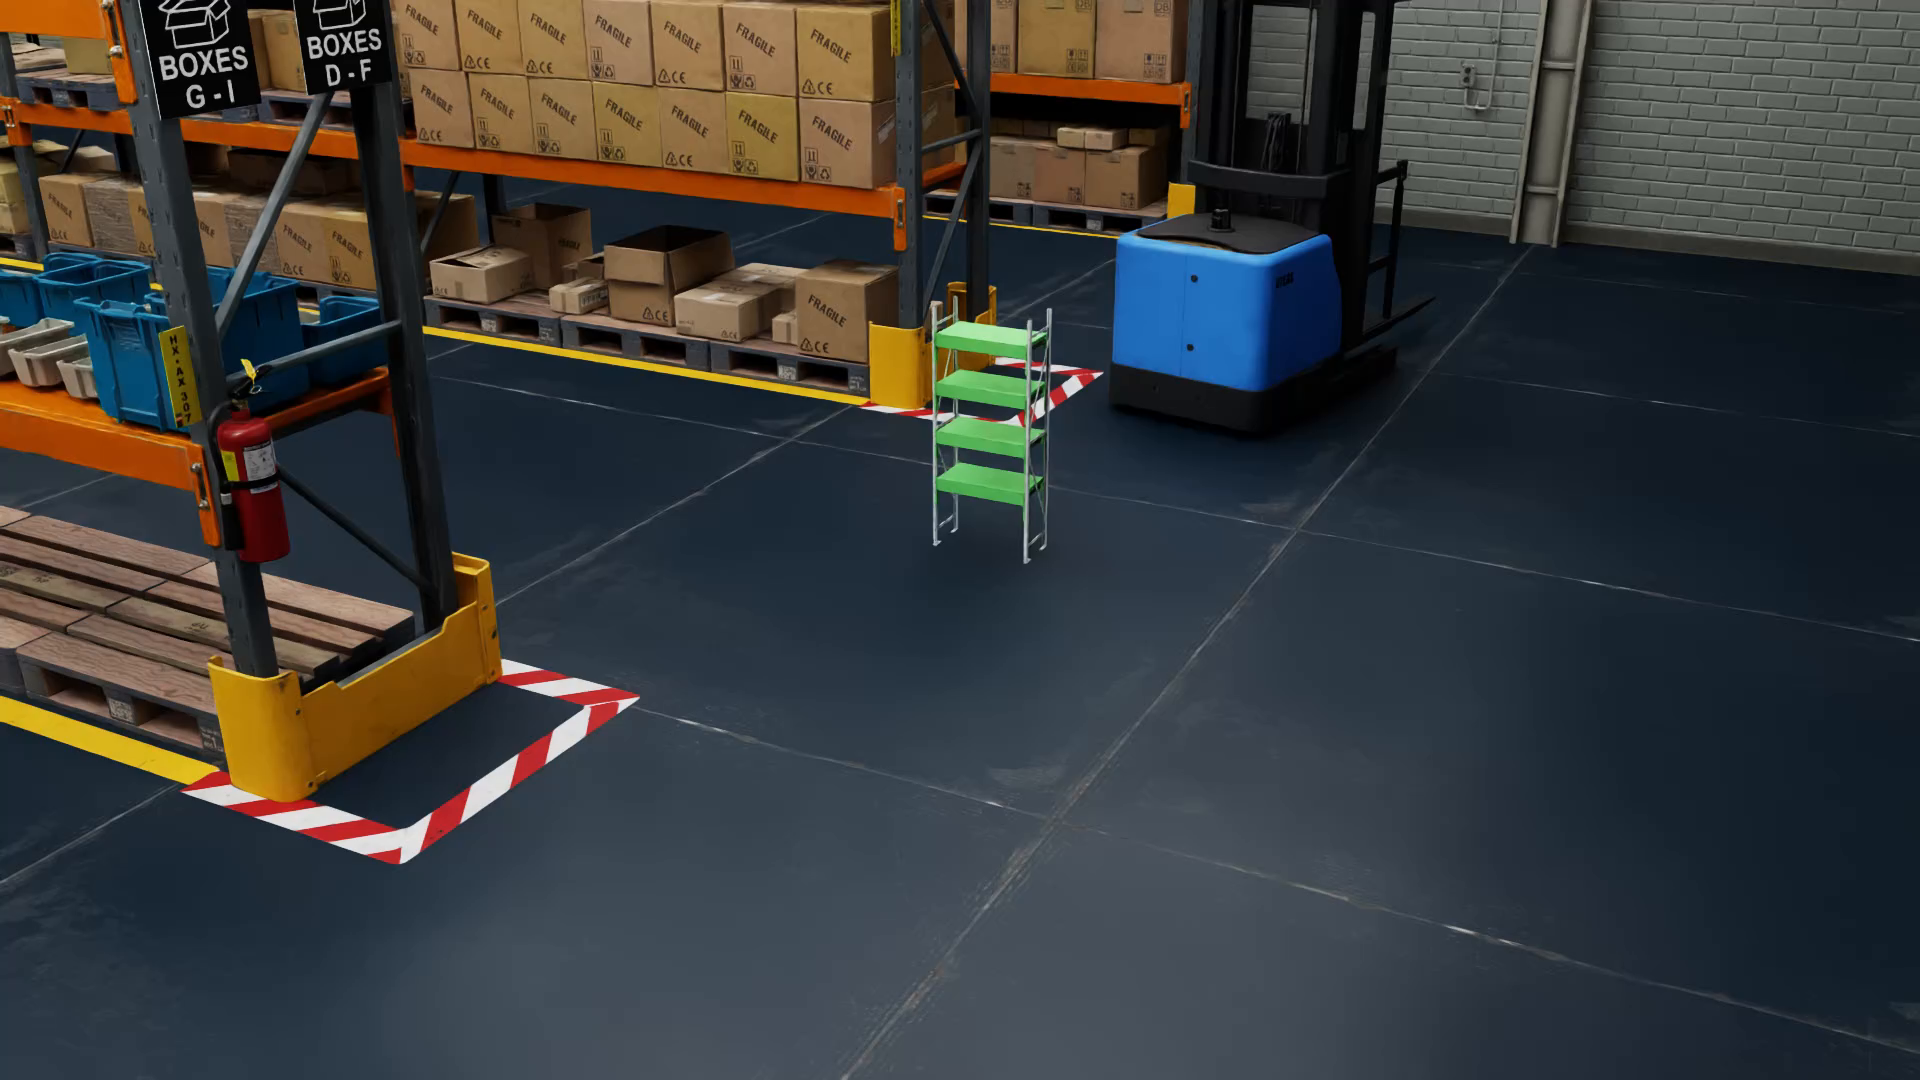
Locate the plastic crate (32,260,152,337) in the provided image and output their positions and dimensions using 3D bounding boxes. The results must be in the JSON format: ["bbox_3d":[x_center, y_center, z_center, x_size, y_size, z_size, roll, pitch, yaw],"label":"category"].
[{"bbox_3d":[-3.575,-0.996,6.897,0.300,0.233,0.416,11,25,25],"label":"plastic crate"}]

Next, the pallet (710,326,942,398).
[{"bbox_3d":[-0.869,-1.254,10.930,1.213,0.211,1.003,11,25,25],"label":"pallet"}]

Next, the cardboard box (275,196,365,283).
[{"bbox_3d":[-4.666,-2.220,12.268,0.500,0.500,0.500,11,26,25],"label":"cardboard box"}]

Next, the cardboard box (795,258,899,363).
[{"bbox_3d":[-0.686,-1.446,10.449,0.500,0.500,0.500,11,25,25],"label":"cardboard box"}]

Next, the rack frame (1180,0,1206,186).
[{"bbox_3d":[2.142,-4.115,14.092,0.127,3.000,1.000,11,25,25],"label":"rack frame"}]

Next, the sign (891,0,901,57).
[{"bbox_3d":[-0.358,-2.872,9.287,0.005,0.325,0.100,11,25,25],"label":"sign"}]

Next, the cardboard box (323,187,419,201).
[{"bbox_3d":[-4.462,-2.403,12.700,0.500,0.500,0.500,12,26,25],"label":"cardboard box"}]

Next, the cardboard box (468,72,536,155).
[{"bbox_3d":[-2.869,-2.862,11.019,0.500,0.500,0.500,12,26,25],"label":"cardboard box"}]

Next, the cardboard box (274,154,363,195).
[{"bbox_3d":[-4.873,-2.835,12.756,0.500,0.250,0.500,11,26,25],"label":"cardboard box"}]

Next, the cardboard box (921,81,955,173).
[{"bbox_3d":[-0.367,-2.600,10.404,0.500,0.500,0.500,12,26,26],"label":"cardboard box"}]

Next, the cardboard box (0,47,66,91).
[{"bbox_3d":[-7.534,-3.835,13.549,0.500,0.311,0.500,13,26,28],"label":"cardboard box"}]

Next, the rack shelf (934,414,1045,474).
[{"bbox_3d":[0.148,-0.464,7.971,0.480,0.148,0.258,11,25,25],"label":"rack shelf"}]

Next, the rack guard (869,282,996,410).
[{"bbox_3d":[-0.157,-1.247,10.543,0.348,0.500,1.175,11,25,25],"label":"rack guard"}]

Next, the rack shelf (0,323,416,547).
[{"bbox_3d":[-4.113,-0.677,6.928,4.000,0.370,1.077,11,25,25],"label":"rack shelf"}]

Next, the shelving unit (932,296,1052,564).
[{"bbox_3d":[0.148,-0.523,7.946,0.503,1.200,0.258,11,25,25],"label":"shelving unit"}]

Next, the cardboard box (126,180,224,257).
[{"bbox_3d":[-6.037,-2.488,12.899,0.500,0.500,0.500,11,25,24],"label":"cardboard box"}]

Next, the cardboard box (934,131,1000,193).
[{"bbox_3d":[0.097,-3.515,15.339,0.500,0.500,0.700,12,26,26],"label":"cardboard box"}]

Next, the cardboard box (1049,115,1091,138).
[{"bbox_3d":[0.999,-3.726,15.007,0.250,0.149,0.380,11,26,25],"label":"cardboard box"}]

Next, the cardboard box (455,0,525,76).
[{"bbox_3d":[-2.905,-3.324,10.828,0.500,0.500,0.500,10,25,23],"label":"cardboard box"}]

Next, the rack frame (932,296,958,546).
[{"bbox_3d":[-0.070,-0.566,8.048,0.015,1.200,0.240,11,25,25],"label":"rack frame"}]

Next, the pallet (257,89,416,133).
[{"bbox_3d":[-4.323,-3.181,12.143,1.213,0.211,1.003,11,25,25],"label":"pallet"}]

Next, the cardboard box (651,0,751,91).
[{"bbox_3d":[-1.527,-3.051,10.187,0.500,0.500,0.500,12,26,26],"label":"cardboard box"}]

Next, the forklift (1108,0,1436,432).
[{"bbox_3d":[2.189,-2.482,10.342,1.130,2.935,3.031,16,28,34],"label":"forklift"}]

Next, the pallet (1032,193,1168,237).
[{"bbox_3d":[1.393,-2.945,14.906,1.213,0.211,1.003,11,25,25],"label":"pallet"}]

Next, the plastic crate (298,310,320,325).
[{"bbox_3d":[-2.649,-0.805,6.570,0.298,0.136,0.250,11,25,25],"label":"plastic crate"}]

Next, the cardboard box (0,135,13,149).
[{"bbox_3d":[-8.491,-3.358,14.574,0.500,0.311,0.500,10,25,23],"label":"cardboard box"}]

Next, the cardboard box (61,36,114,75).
[{"bbox_3d":[-6.616,-3.964,13.074,0.500,0.500,0.700,3,23,7],"label":"cardboard box"}]

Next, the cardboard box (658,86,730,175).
[{"bbox_3d":[-1.519,-2.594,10.390,0.500,0.500,0.500,11,26,25],"label":"cardboard box"}]

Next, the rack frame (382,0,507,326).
[{"bbox_3d":[-3.659,-3.090,11.684,0.127,3.000,1.000,11,25,25],"label":"rack frame"}]

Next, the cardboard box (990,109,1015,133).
[{"bbox_3d":[0.316,-3.861,15.324,0.250,0.149,0.380,11,25,24],"label":"cardboard box"}]

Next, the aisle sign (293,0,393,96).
[{"bbox_3d":[-2.130,-1.942,5.662,0.004,0.787,0.394,11,25,25],"label":"aisle sign"}]

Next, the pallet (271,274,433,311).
[{"bbox_3d":[-4.402,-1.937,12.536,1.213,0.211,1.003,11,25,25],"label":"pallet"}]

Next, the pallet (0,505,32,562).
[{"bbox_3d":[-5.224,0.039,7.889,1.213,0.211,1.003,11,25,25],"label":"pallet"}]

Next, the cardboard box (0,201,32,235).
[{"bbox_3d":[-7.809,-2.732,13.818,0.500,0.250,0.500,12,26,26],"label":"cardboard box"}]

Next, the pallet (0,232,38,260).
[{"bbox_3d":[-7.946,-2.672,14.264,1.213,0.211,1.003,11,25,25],"label":"pallet"}]

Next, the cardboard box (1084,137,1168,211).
[{"bbox_3d":[1.472,-3.246,14.708,0.500,0.500,0.700,11,25,25],"label":"cardboard box"}]

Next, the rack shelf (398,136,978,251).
[{"bbox_3d":[-1.874,-2.406,10.994,4.000,0.370,1.077,11,25,25],"label":"rack shelf"}]

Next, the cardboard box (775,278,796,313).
[{"bbox_3d":[-0.893,-1.604,11.141,0.500,0.250,0.500,11,25,25],"label":"cardboard box"}]

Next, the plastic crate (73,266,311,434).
[{"bbox_3d":[-2.711,-0.692,5.923,0.499,0.435,0.616,11,25,25],"label":"plastic crate"}]

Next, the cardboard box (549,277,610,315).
[{"bbox_3d":[-2.606,-1.690,11.449,0.250,0.166,0.380,11,25,25],"label":"cardboard box"}]

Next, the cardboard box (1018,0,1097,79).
[{"bbox_3d":[1.028,-4.464,14.530,0.700,0.700,0.980,11,25,24],"label":"cardboard box"}]

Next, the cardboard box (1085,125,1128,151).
[{"bbox_3d":[1.276,-3.504,14.485,0.250,0.149,0.380,11,25,24],"label":"cardboard box"}]

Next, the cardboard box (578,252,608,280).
[{"bbox_3d":[-2.354,-1.921,11.809,0.500,0.311,0.500,11,25,25],"label":"cardboard box"}]

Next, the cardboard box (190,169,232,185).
[{"bbox_3d":[-5.827,-2.674,13.337,0.500,0.500,0.500,10,25,23],"label":"cardboard box"}]

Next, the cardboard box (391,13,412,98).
[{"bbox_3d":[-3.981,-3.491,11.962,0.500,0.500,0.700,3,23,7],"label":"cardboard box"}]

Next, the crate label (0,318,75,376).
[{"bbox_3d":[-3.649,-0.738,6.414,0.243,0.136,0.396,11,25,25],"label":"crate label"}]
